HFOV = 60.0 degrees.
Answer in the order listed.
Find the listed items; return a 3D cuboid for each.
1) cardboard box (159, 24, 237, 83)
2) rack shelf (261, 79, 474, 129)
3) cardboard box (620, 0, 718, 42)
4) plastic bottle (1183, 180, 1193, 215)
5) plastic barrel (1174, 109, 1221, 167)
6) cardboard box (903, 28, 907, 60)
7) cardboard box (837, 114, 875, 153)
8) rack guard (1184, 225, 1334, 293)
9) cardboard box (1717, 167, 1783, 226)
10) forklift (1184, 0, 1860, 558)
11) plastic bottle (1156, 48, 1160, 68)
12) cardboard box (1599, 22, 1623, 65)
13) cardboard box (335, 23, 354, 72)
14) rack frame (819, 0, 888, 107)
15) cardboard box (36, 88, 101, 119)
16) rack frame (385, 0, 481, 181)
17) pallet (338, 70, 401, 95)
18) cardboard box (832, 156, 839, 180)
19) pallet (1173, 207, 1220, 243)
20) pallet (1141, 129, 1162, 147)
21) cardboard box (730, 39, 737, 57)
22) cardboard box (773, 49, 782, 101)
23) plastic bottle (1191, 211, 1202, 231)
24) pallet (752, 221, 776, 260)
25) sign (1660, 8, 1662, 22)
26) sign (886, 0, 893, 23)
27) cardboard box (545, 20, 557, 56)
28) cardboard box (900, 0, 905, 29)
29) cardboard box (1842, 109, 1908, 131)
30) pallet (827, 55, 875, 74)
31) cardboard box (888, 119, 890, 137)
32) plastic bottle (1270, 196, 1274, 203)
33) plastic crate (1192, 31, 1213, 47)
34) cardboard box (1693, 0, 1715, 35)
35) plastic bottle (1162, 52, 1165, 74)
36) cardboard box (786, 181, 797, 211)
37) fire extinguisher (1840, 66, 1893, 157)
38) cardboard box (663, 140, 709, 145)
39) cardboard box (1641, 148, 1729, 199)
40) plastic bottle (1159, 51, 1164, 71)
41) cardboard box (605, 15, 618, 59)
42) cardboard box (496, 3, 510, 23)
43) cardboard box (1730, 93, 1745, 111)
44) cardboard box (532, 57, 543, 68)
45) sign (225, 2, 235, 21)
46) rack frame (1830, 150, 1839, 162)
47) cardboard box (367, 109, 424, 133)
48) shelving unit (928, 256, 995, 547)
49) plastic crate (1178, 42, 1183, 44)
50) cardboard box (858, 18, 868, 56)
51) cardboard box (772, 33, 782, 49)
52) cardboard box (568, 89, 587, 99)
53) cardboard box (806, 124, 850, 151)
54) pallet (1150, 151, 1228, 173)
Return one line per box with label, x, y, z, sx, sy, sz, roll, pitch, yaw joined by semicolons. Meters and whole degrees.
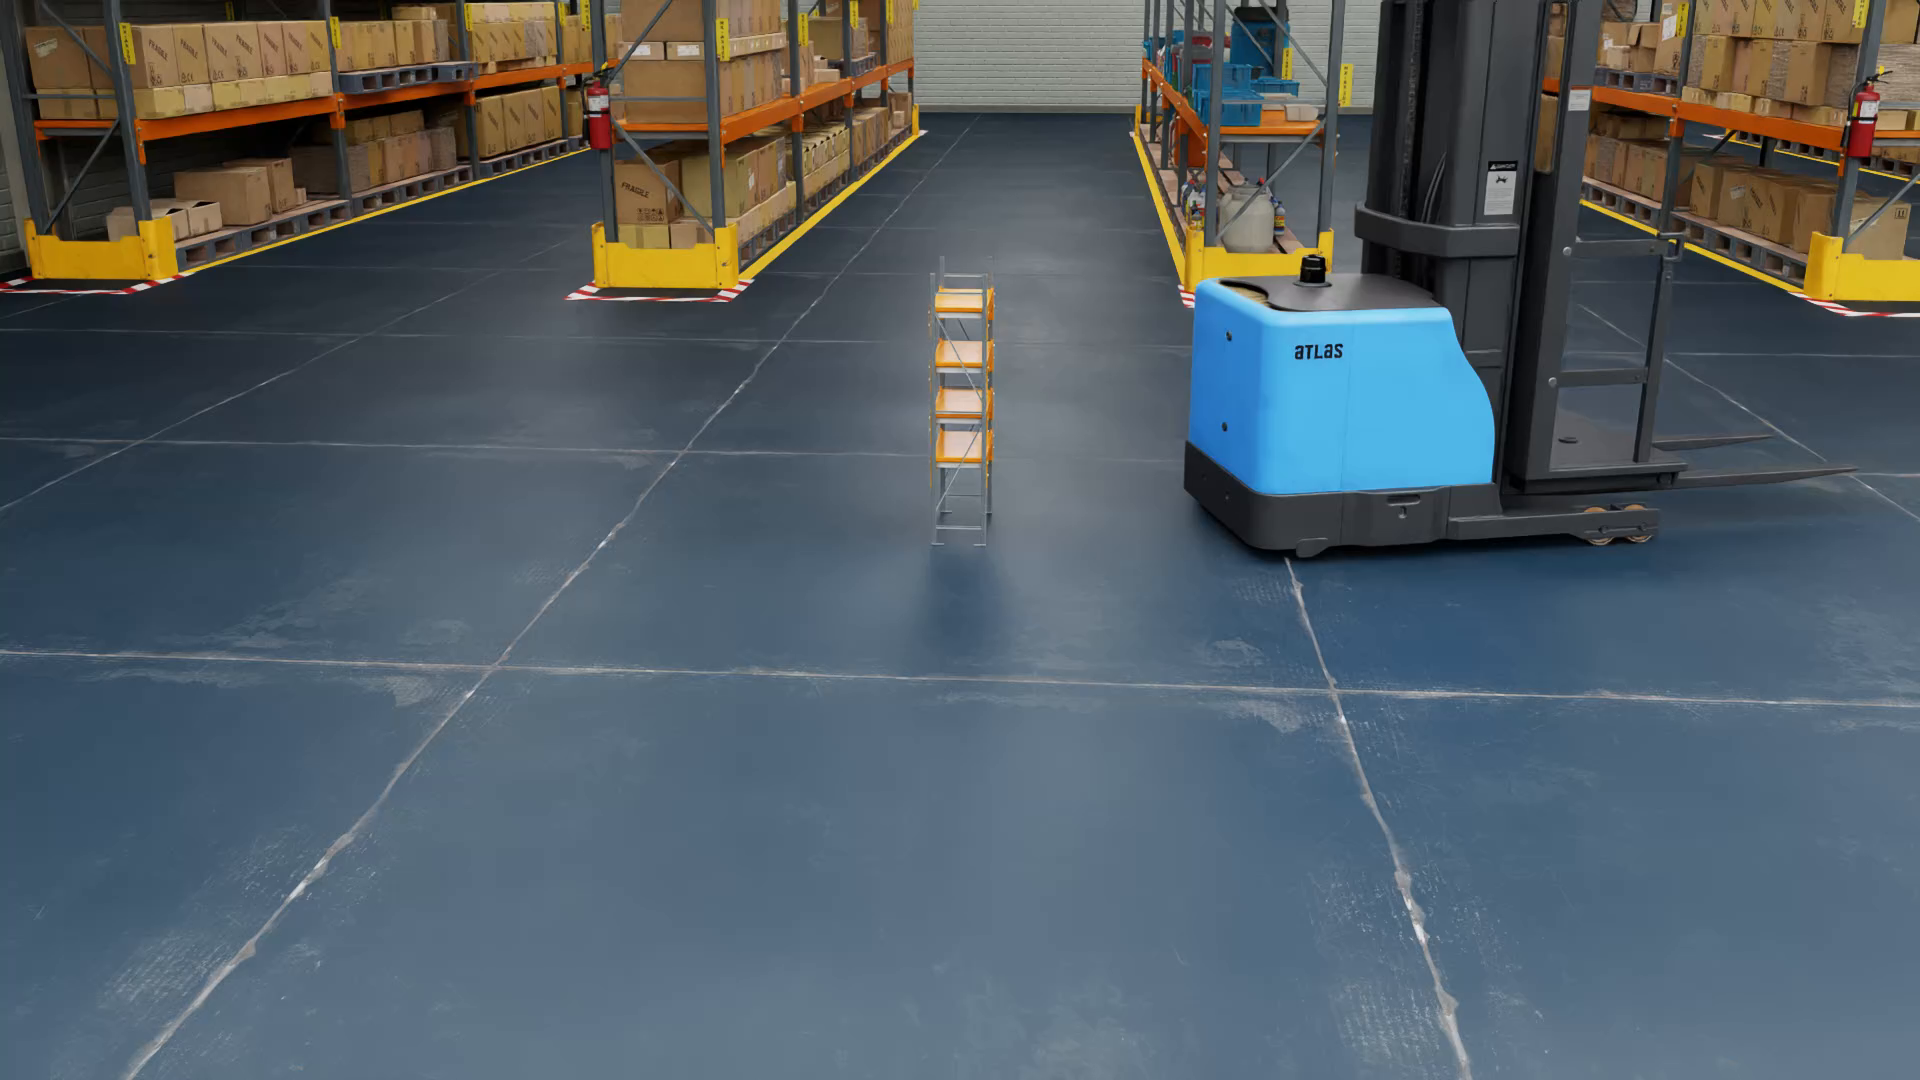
cardboard box;-6.974;-4.436;15.148;0.500;0.500;0.500;1;18;2
rack shelf;-6.966;-5.208;19.654;1.077;0.370;4.000;1;18;4
cardboard box;-2.405;-4.402;13.796;0.700;0.500;0.500;1;18;4
plastic bottle;2.300;-3.416;16.579;0.144;0.351;0.185;2;18;5
plastic barrel;3.077;-5.270;21.500;0.600;0.830;0.708;1;18;4
cardboard box;-1.144;-8.132;27.264;0.500;0.500;0.500;1;18;4
cardboard box;-1.459;-5.698;23.303;0.500;0.500;0.500;1;18;2
rack guard;2.444;-2.302;13.645;1.175;0.500;0.348;1;18;4
cardboard box;7.610;-3.307;16.038;0.500;0.500;0.500;7;20;21
forklift;2.637;-1.527;7.376;3.031;2.935;1.130;-4;18;-11
plastic bottle;2.884;-6.991;24.128;0.061;0.283;0.133;1;18;4
cardboard box;8.000;-5.918;19.830;0.500;0.500;0.500;-1;18;-3
cardboard box;-7.039;-5.342;18.043;0.700;0.500;0.500;1;18;4
rack frame;-1.595;-7.304;24.895;1.000;3.000;0.127;1;18;4
cardboard box;-7.556;-3.774;14.332;0.500;0.250;0.500;2;18;5
rack frame;-6.823;-6.171;21.438;1.000;3.000;0.127;1;18;4
pallet;-6.910;-5.071;18.391;1.003;0.211;1.213;1;18;4
cardboard box;-1.749;-4.469;19.986;0.500;0.250;0.500;2;18;5
pallet;2.682;-3.175;16.772;1.003;0.211;1.213;1;18;4
pallet;3.444;-6.476;26.848;1.003;0.211;1.213;1;18;4
cardboard box;-2.156;-4.287;14.488;0.380;0.149;0.250;1;18;3
cardboard box;-2.194;-4.729;16.876;0.700;0.500;0.500;1;18;2
plastic bottle;2.180;-2.924;15.318;0.097;0.201;0.097;0;18;0
pallet;-2.352;-2.868;15.837;1.003;0.211;1.213;1;18;4
sign;8.541;-6.342;20.230;0.100;0.325;0.005;1;18;4
sign;-1.041;-7.843;24.681;0.100;0.325;0.005;1;18;4
cardboard box;-6.318;-7.462;24.710;0.500;0.500;0.500;1;18;3
cardboard box;-1.171;-8.447;26.618;0.500;0.500;0.500;2;18;6
cardboard box;7.240;-3.328;13.166;0.380;0.149;0.250;1;18;4
pallet;-1.747;-6.574;22.978;1.003;0.211;1.213;1;18;4
cardboard box;-1.349;-6.361;25.629;0.500;0.311;0.500;1;18;4
plastic bottle;2.972;-3.134;15.846;0.097;0.271;0.097;0;18;0
plastic crate;3.660;-7.523;25.364;0.402;0.464;0.583;1;18;4
cardboard box;7.426;-5.127;16.008;0.500;0.500;0.500;1;18;4
plastic bottle;2.744;-6.384;22.277;0.061;0.283;0.133;1;18;4
cardboard box;-1.984;-3.563;17.221;0.500;0.250;0.500;1;18;4
fire extinguisher;6.958;-3.292;12.778;0.296;0.674;0.183;1;18;4
cardboard box;-2.585;-3.621;16.193;0.500;0.500;0.500;1;18;4
cardboard box;7.831;-3.956;17.986;0.700;0.500;0.500;1;18;4
plastic bottle;2.849;-6.638;23.064;0.152;0.276;0.135;1;18;4
cardboard box;-6.317;-8.413;27.800;0.980;0.700;0.700;1;18;3
cardboard box;-6.463;-7.183;22.653;0.500;0.250;0.500;1;18;4
cardboard box;7.332;-4.029;15.304;0.380;0.149;0.250;1;18;4
cardboard box;-6.296;-6.950;24.188;0.380;0.149;0.250;1;18;4
sign;-7.663;-5.490;17.501;0.100;0.325;0.005;1;18;4
rack frame;13.226;-6.939;23.783;1.000;3.000;0.127;1;18;4
cardboard box;-6.926;-5.148;20.420;0.500;0.250;0.500;2;18;5
shelving unit;0.012;-0.622;7.393;0.258;1.200;0.503;1;18;4
plastic crate;3.639;-7.634;25.998;0.437;0.282;0.530;1;18;4
cardboard box;-1.660;-7.001;23.136;0.700;0.500;0.500;-3;18;-10
cardboard box;-1.994;-5.009;16.690;0.380;0.149;0.250;1;18;3
cardboard box;-6.136;-7.227;26.961;0.380;0.149;0.250;1;18;2
cardboard box;-1.674;-5.053;20.866;0.500;0.311;0.500;2;18;5
pallet;3.164;-5.248;23.101;1.003;0.211;1.213;1;18;4
